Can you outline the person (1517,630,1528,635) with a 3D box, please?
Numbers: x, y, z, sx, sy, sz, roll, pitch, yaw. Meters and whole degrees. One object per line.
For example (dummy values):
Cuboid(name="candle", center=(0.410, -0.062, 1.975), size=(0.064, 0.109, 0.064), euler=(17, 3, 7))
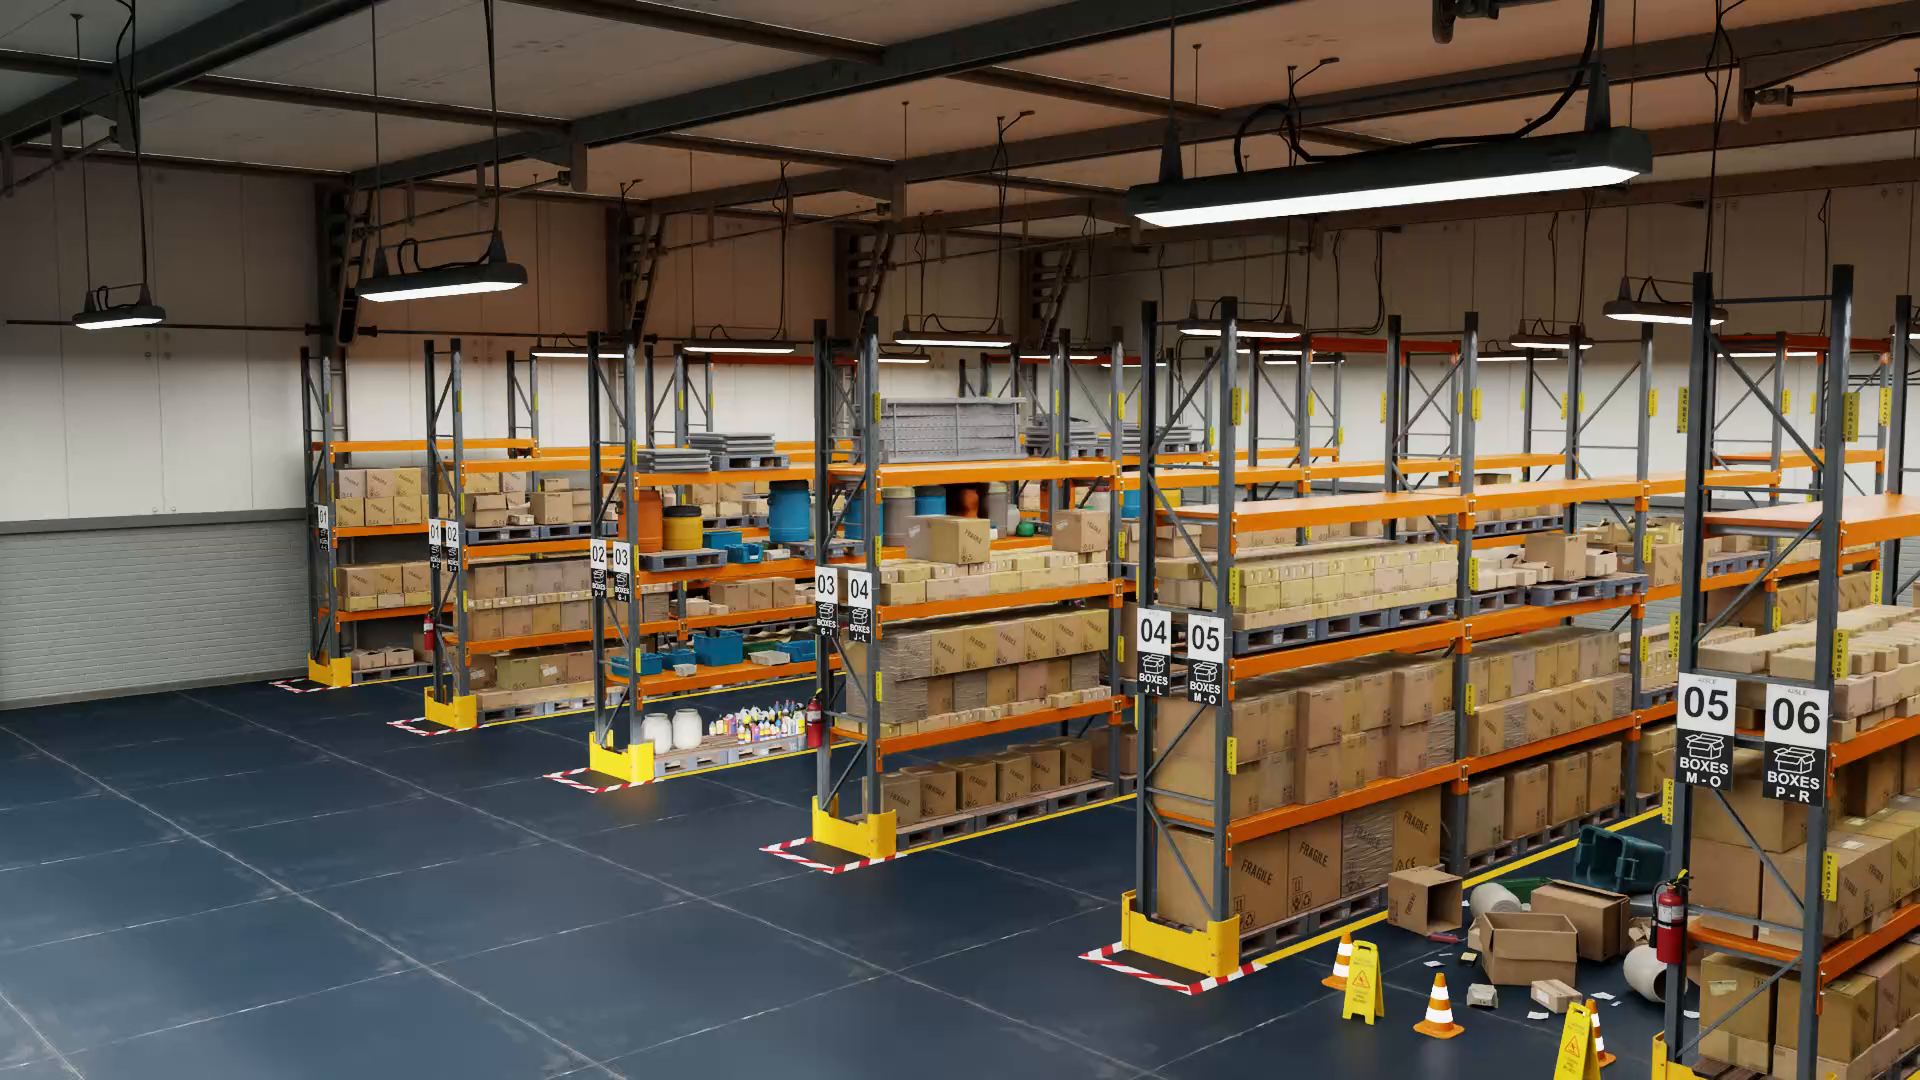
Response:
Cuboid(name="person", center=(8.067, 2.181, 23.906), size=(0.648, 1.784, 0.695), euler=(5, 7, 42))
